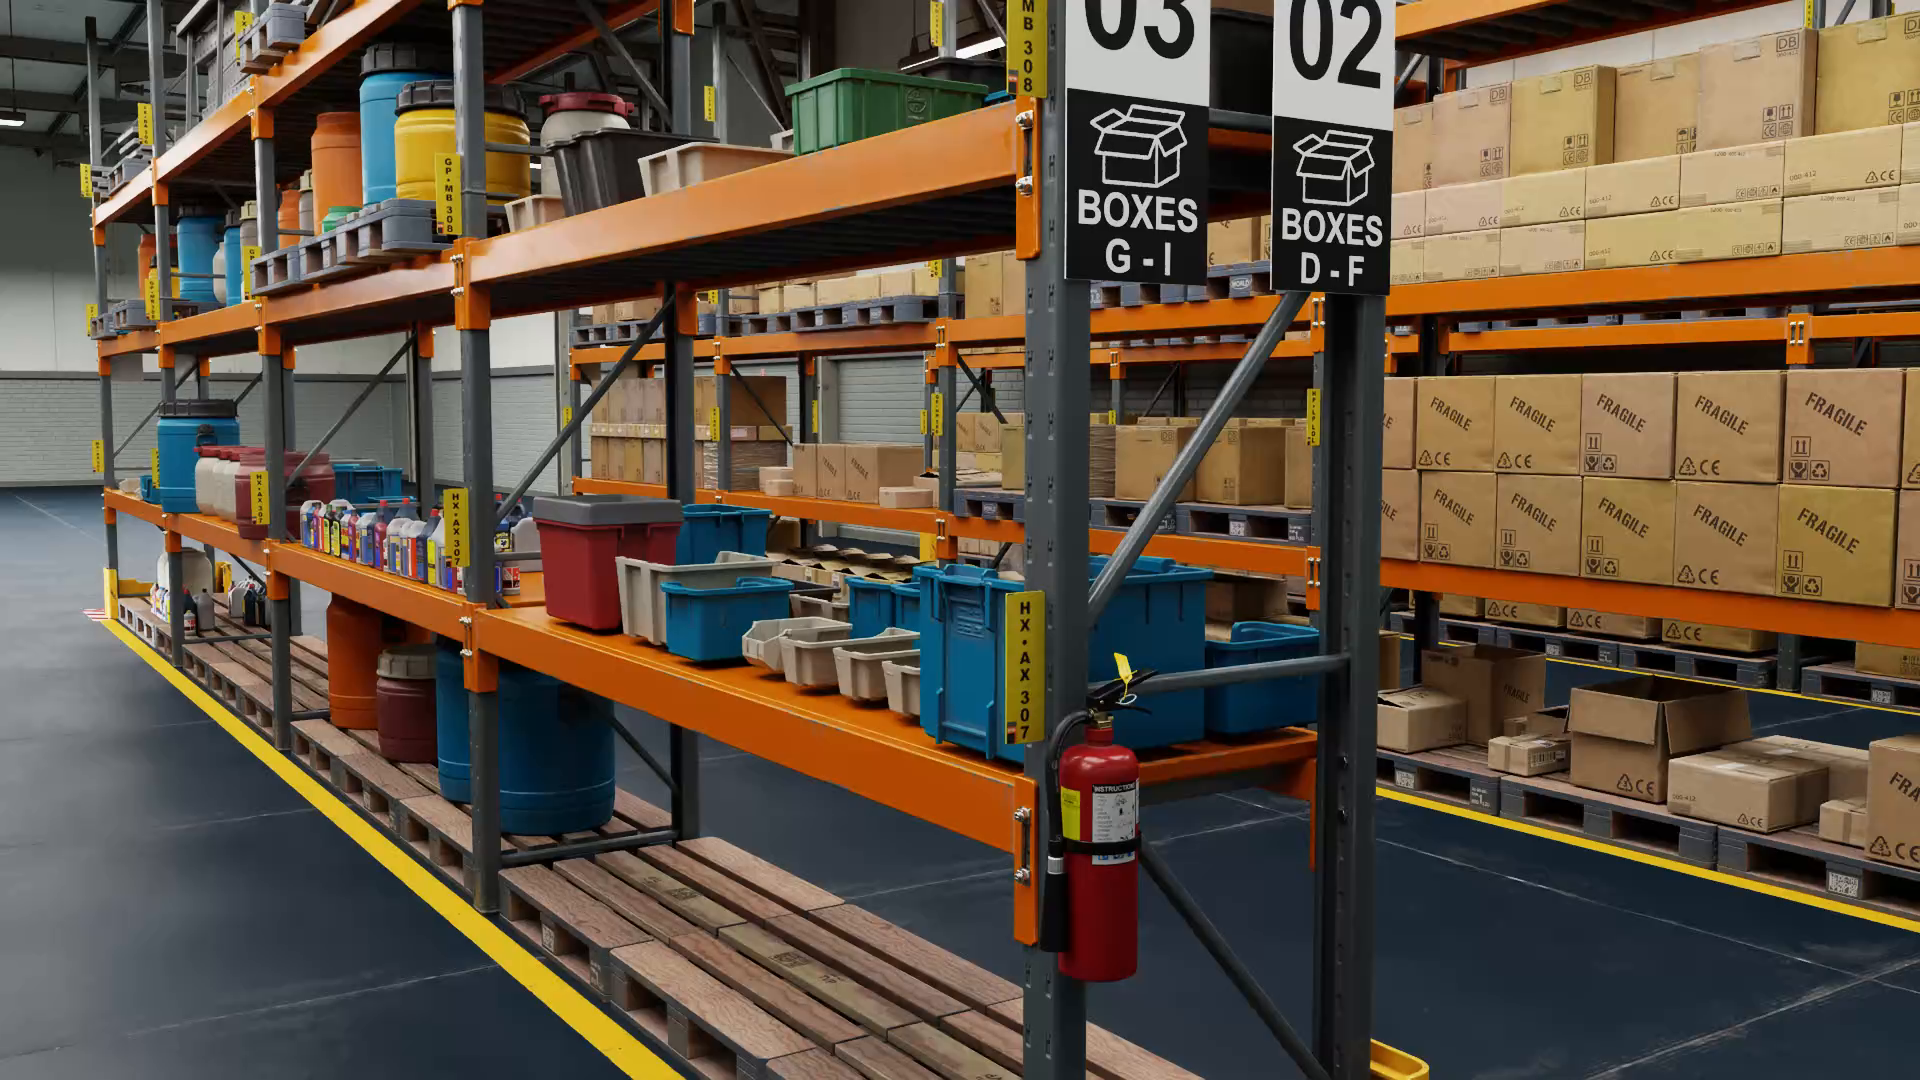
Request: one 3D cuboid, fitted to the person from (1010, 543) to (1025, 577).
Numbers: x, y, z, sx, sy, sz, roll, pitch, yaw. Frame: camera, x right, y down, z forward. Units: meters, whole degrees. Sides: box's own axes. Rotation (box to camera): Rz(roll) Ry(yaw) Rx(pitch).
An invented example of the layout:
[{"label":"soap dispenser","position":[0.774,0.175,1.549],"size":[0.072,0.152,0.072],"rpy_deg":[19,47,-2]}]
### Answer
[{"label":"person","position":[0.713,-0.005,15.715],"size":[0.493,1.782,0.561],"rpy_deg":[-3,5,-33]}]
